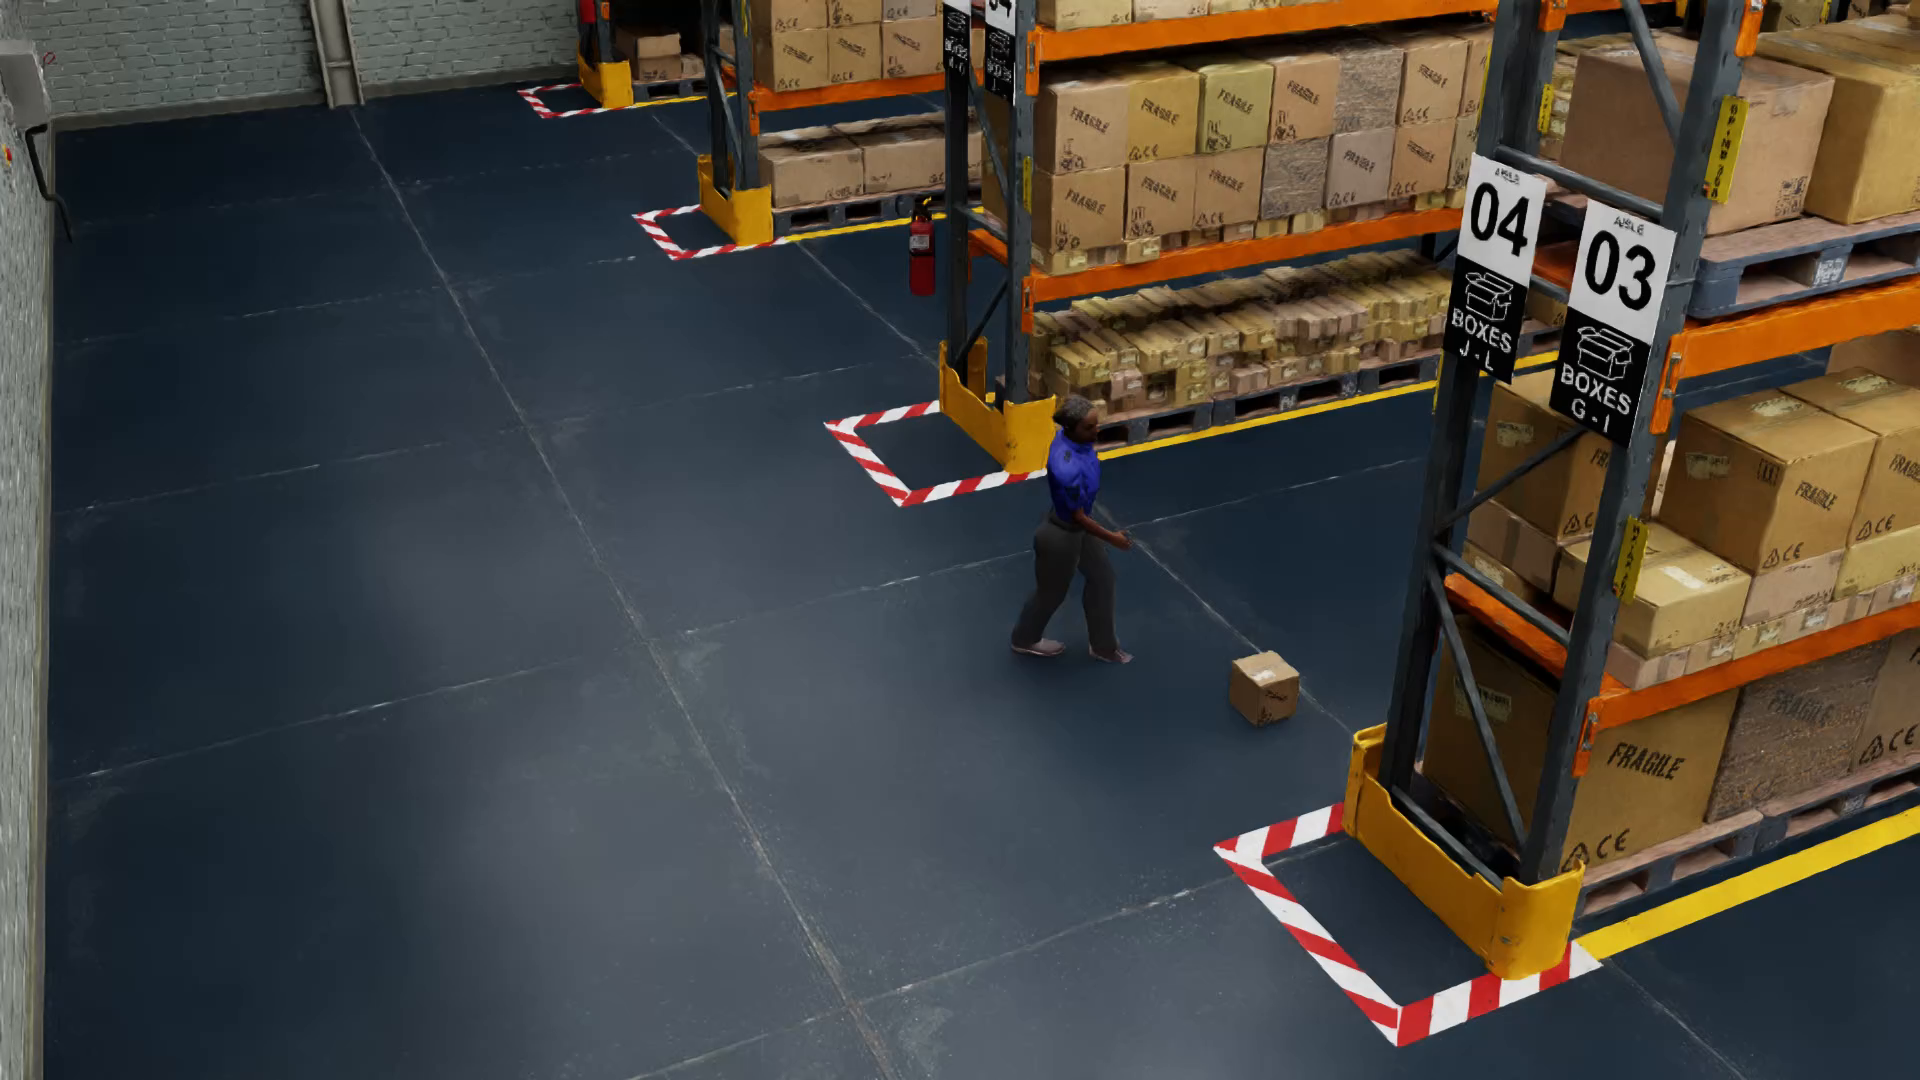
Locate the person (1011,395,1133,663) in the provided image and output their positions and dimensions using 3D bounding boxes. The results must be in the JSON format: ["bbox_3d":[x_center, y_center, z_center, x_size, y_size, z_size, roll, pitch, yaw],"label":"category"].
[{"bbox_3d":[0.600,-0.010,8.571,0.699,1.685,0.544,7,30,13],"label":"person"}]
